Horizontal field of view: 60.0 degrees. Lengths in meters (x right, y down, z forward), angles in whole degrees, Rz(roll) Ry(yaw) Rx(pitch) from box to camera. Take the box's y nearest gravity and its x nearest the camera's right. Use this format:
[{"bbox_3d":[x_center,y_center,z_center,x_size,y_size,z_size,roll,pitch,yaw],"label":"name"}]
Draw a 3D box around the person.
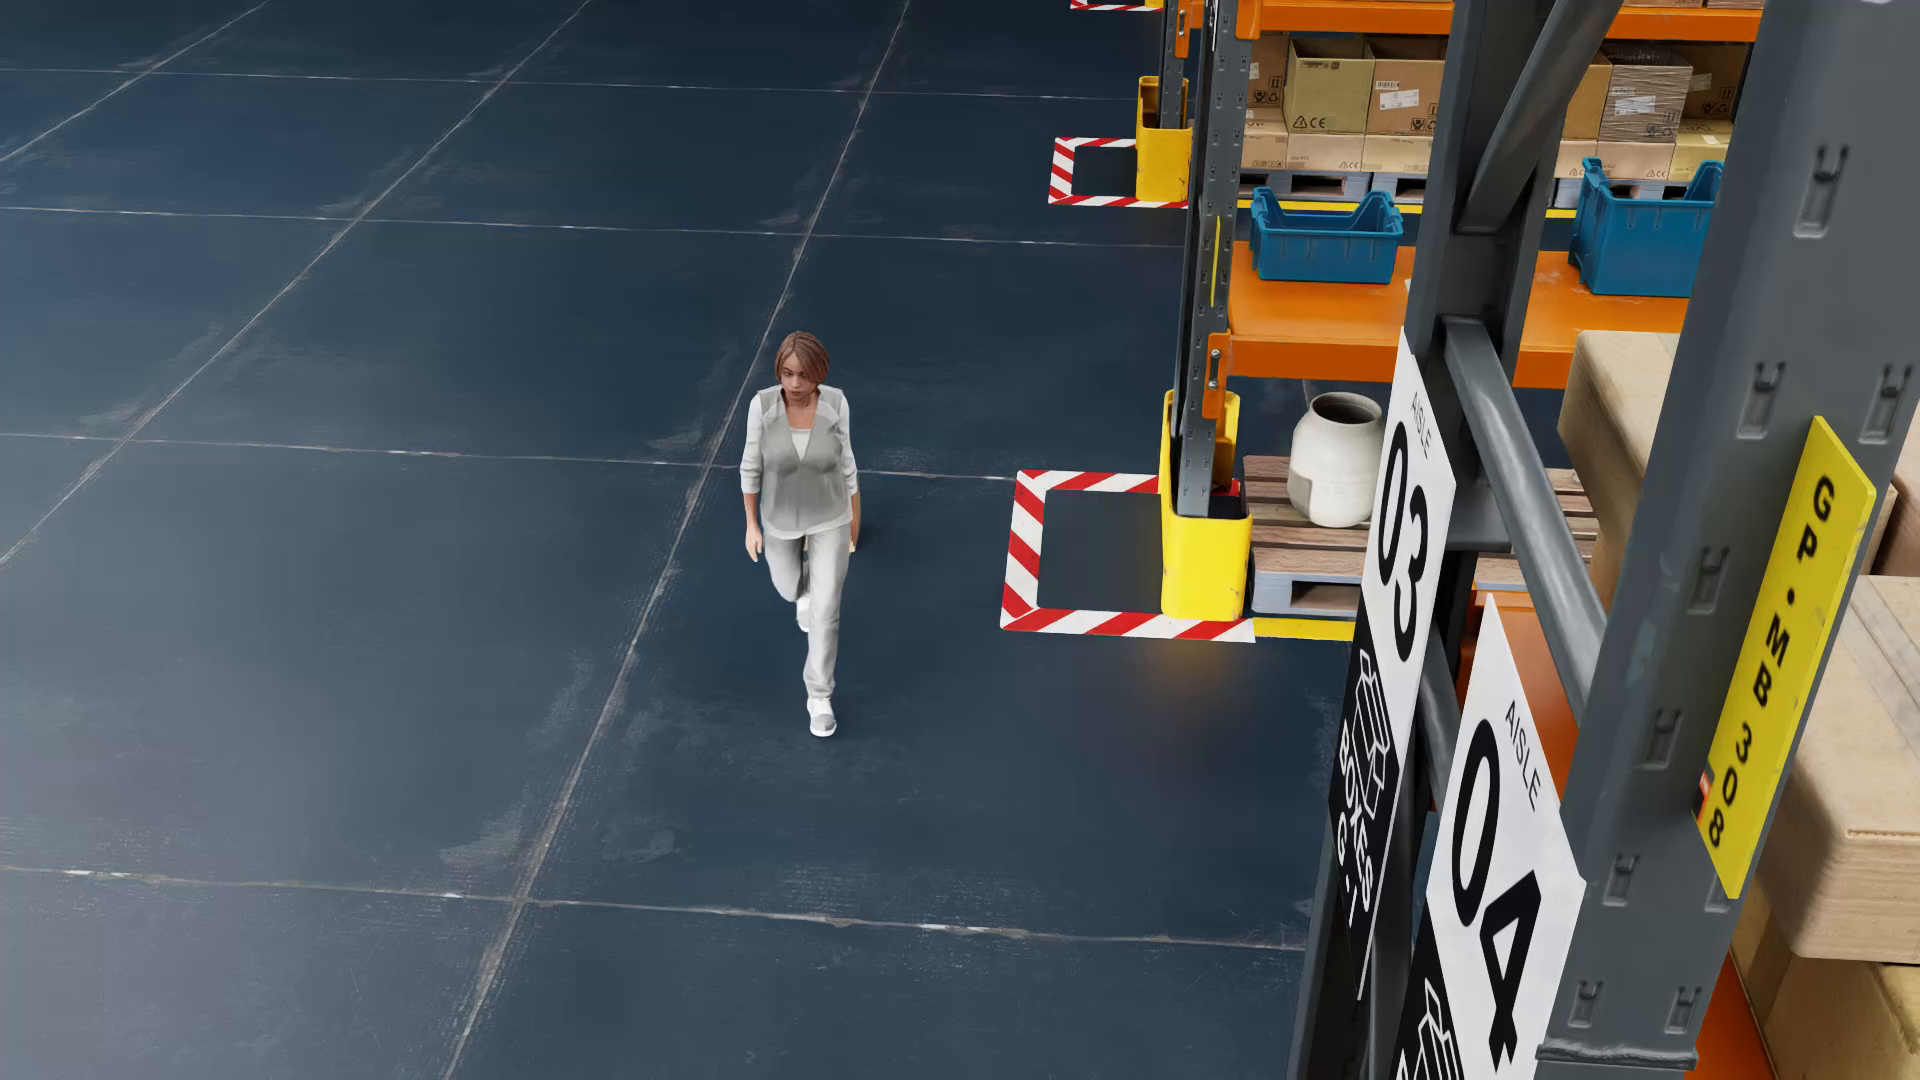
[{"bbox_3d":[-0.597,-0.112,6.311,0.427,1.558,0.864,-1,32,-1],"label":"person"}]
